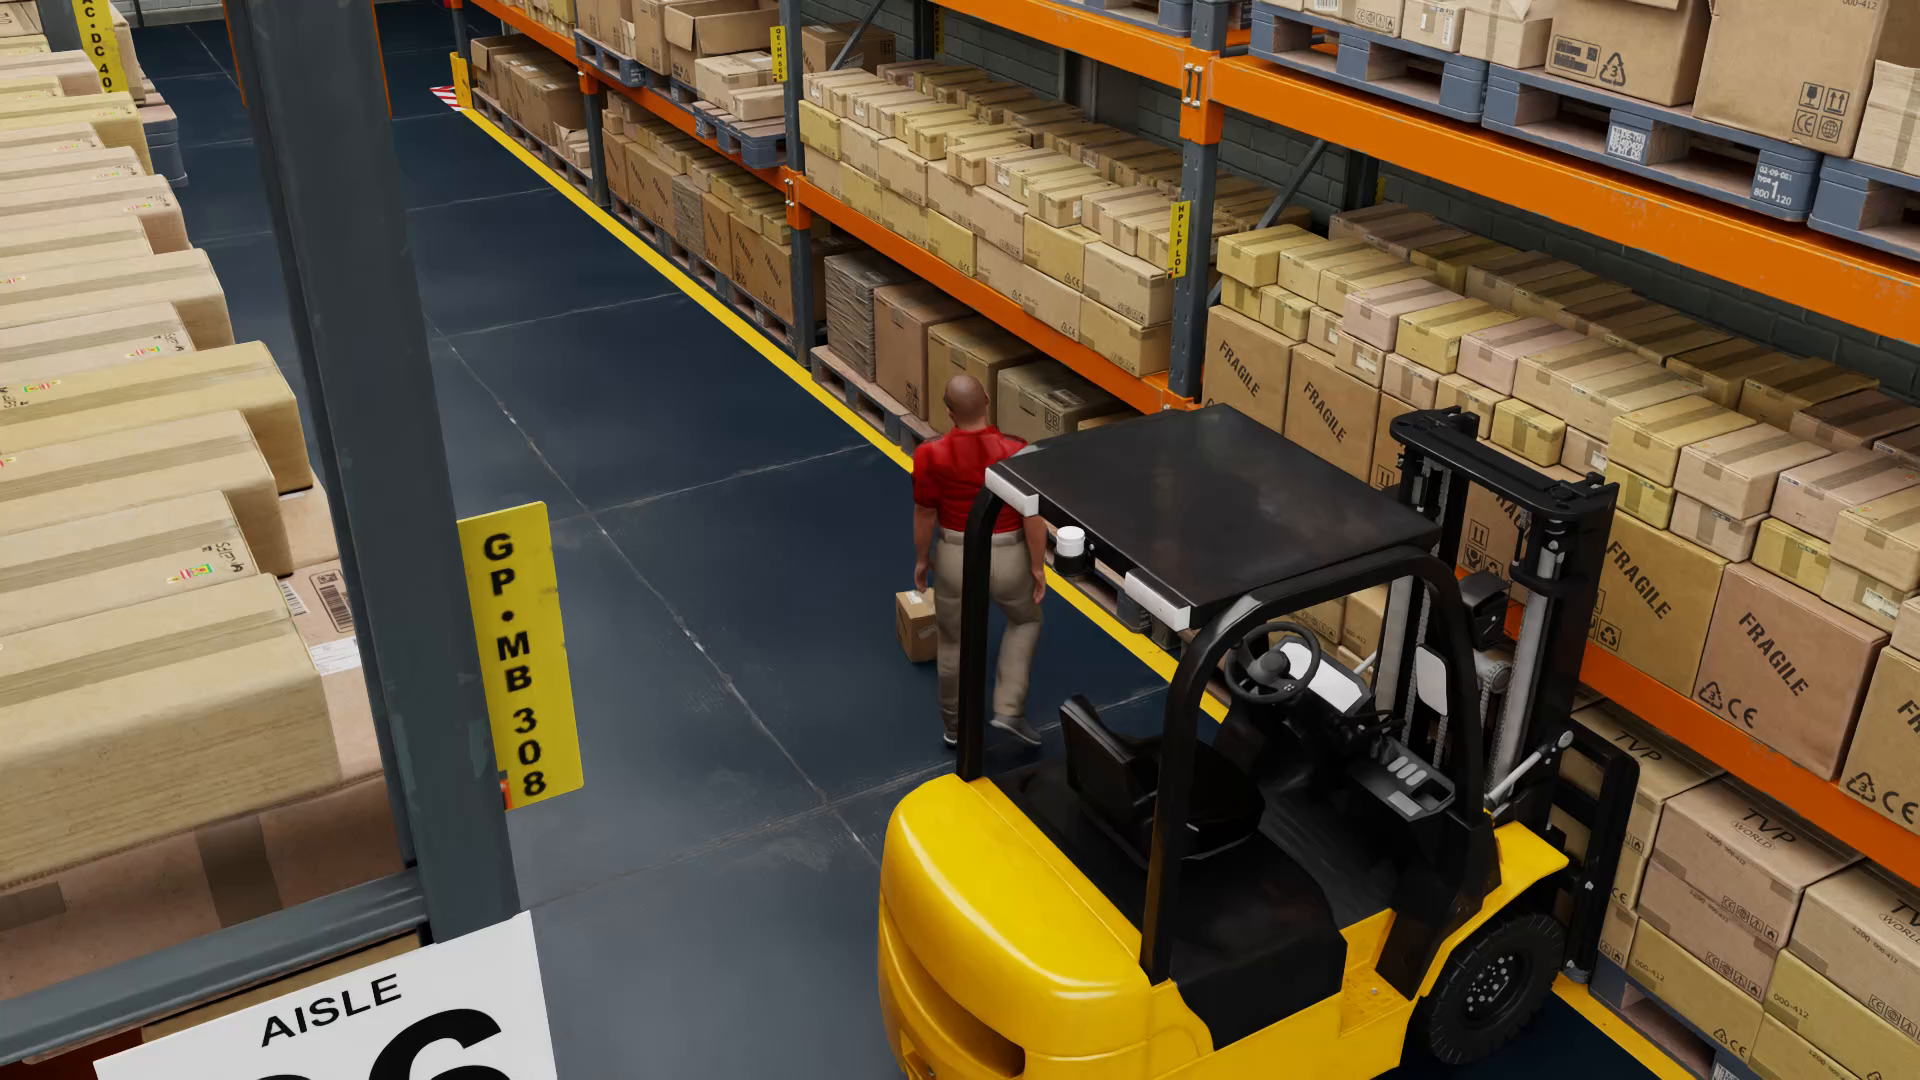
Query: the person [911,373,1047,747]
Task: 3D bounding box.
[{"bbox_3d":[0.081,0.108,6.918,0.560,1.727,0.464,2,29,4],"label":"person"}]
